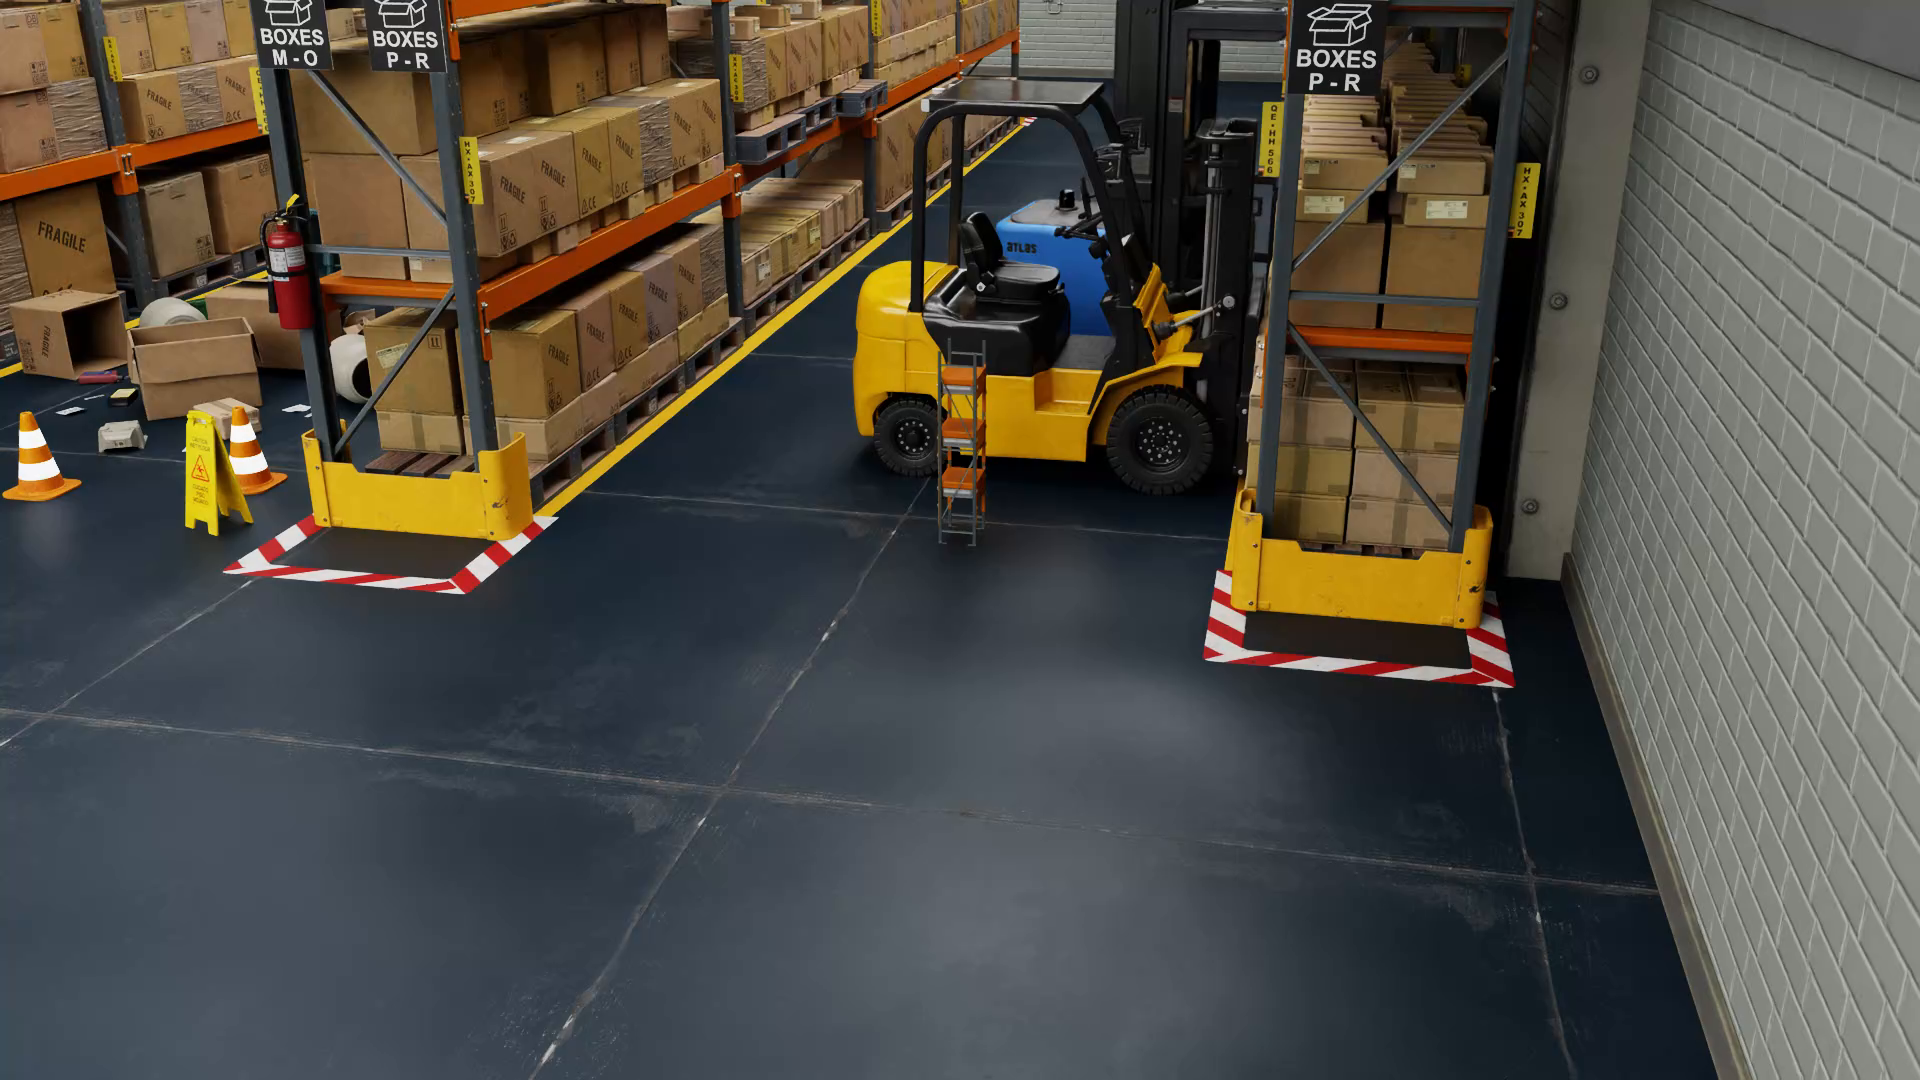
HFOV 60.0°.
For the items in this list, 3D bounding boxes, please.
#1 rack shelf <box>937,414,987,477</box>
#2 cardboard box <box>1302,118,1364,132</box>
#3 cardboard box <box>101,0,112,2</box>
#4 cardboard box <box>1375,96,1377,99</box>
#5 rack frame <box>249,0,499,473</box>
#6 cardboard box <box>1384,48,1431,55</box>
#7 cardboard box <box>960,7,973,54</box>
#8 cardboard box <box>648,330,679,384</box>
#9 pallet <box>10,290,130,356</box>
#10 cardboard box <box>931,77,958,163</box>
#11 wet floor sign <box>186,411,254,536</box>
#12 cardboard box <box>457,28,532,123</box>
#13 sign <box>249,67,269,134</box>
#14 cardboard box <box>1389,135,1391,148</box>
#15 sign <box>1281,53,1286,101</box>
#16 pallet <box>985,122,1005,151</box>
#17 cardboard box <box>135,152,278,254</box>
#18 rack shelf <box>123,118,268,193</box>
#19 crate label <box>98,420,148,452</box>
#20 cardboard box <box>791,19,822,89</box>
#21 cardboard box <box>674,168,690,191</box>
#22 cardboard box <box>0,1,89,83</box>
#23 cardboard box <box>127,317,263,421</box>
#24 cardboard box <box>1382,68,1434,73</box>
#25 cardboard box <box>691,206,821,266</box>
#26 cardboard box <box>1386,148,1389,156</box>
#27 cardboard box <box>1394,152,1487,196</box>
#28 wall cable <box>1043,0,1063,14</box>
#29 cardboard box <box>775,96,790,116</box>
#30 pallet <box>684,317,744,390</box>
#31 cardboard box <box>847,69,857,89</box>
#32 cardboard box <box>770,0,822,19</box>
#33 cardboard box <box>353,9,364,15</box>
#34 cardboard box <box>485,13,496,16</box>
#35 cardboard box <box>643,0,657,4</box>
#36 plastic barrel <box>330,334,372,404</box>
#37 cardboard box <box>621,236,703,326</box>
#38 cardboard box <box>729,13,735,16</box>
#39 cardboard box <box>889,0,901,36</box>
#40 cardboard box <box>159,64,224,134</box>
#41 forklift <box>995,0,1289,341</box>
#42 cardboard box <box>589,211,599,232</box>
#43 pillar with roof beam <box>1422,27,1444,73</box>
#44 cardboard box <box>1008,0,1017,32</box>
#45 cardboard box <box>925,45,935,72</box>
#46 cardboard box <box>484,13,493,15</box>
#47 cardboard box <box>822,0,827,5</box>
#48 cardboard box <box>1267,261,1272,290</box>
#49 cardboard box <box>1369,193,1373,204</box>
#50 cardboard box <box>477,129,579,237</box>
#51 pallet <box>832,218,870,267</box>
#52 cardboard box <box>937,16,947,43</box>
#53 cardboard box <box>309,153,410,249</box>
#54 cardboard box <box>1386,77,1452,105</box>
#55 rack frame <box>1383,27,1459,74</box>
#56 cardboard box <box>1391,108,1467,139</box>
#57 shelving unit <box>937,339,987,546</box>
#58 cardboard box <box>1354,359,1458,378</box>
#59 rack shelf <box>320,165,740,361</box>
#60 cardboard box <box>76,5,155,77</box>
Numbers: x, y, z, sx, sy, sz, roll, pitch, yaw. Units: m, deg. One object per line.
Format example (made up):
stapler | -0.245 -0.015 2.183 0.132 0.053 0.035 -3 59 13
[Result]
rack shelf | 0.011 -0.497 8.710 0.215 0.259 0.240 4 22 11
cardboard box | 1.897 -2.096 8.644 0.380 0.149 0.250 5 22 12
cardboard box | -10.472 -6.633 19.832 0.797 0.503 0.637 5 22 12
cardboard box | 2.367 -2.742 10.248 0.380 0.149 0.250 4 22 10
rack frame | -2.945 -1.462 8.468 1.000 3.000 0.127 4 22 11
cardboard box | 3.641 -3.934 13.604 0.380 0.149 0.250 4 22 10
cardboard box | -0.144 -6.048 19.723 0.500 0.500 0.500 5 23 13
cardboard box | -2.194 -1.226 11.001 0.500 0.250 0.500 5 22 12
pallet | -7.227 -1.699 12.791 1.003 0.211 1.213 4 22 11
cardboard box | -0.545 -4.827 19.105 0.875 0.875 0.875 5 23 13
wet floor sign | -4.031 -0.382 8.938 0.267 0.644 0.232 13 25 29
cardboard box | -2.941 -2.692 9.653 0.700 0.500 0.500 4 22 10
sign | -3.484 -2.195 8.316 0.100 0.325 0.005 4 22 11
cardboard box | 2.658 -2.285 9.511 0.380 0.149 0.250 4 22 10
sign | 2.198 -3.086 11.056 0.100 0.325 0.005 4 22 11
pallet | -0.018 -5.277 21.673 1.003 0.211 1.213 4 22 11
cardboard box | -6.756 -3.003 14.743 1.050 0.750 0.750 4 22 11
rack shelf | -6.587 -3.663 14.896 1.077 0.370 4.000 4 22 11
crate label | -5.177 -0.642 10.264 0.250 0.136 0.298 -7 23 -17
cardboard box | -1.442 -4.005 13.689 0.500 0.500 0.500 4 22 9
cardboard box | -2.070 -2.486 11.348 0.380 0.149 0.250 5 22 11
cardboard box | -7.104 -3.703 12.387 0.875 0.550 0.550 4 22 11
cardboard box | -5.065 -1.139 11.008 0.797 0.503 0.637 -11 25 -26
cardboard box | 3.278 -3.377 12.220 0.380 0.149 0.250 4 22 11
cardboard box | -1.741 -2.610 14.275 0.950 0.372 0.625 5 23 13
cardboard box | 2.704 -2.040 9.770 0.500 0.500 0.500 4 22 9
cardboard box | 2.193 -1.677 7.601 0.380 0.149 0.250 4 22 10
wall cable | 1.447 -9.863 27.926 0.585 1.953 0.123 4 22 11
cardboard box | -1.571 -3.472 13.233 0.380 0.149 0.250 5 22 12
pallet | -2.231 -1.383 12.005 1.003 0.211 1.213 4 22 11
cardboard box | -1.141 -4.129 14.864 0.380 0.149 0.250 4 22 10
cardboard box | -1.370 -4.448 13.920 0.380 0.149 0.250 3 22 8
cardboard box | -6.421 -5.484 17.432 0.380 0.149 0.250 5 23 13
cardboard box | -5.463 -5.864 18.775 0.380 0.149 0.250 3 22 8
cardboard box | -4.497 -7.466 22.845 0.500 0.500 0.500 4 22 10
plastic barrel | -4.006 -1.137 11.111 0.421 0.421 0.512 -16 27 -35
cardboard box | -2.089 -1.769 11.345 0.500 0.500 0.500 5 22 12
cardboard box | -1.832 -4.234 14.257 0.500 0.500 0.500 5 22 12
cardboard box | -0.881 -5.242 16.381 0.500 0.500 0.500 5 22 11
cardboard box | -6.522 -3.668 13.812 0.500 0.500 0.500 5 22 11
forklift | 1.803 -2.522 11.192 3.031 2.935 1.130 8 23 18
cardboard box | -2.390 -1.926 9.956 0.380 0.149 0.250 5 23 13
pillar with roof beam | 1.173 -8.770 18.584 9.100 9.000 0.400 4 22 11
cardboard box | 0.480 -7.163 22.490 0.500 0.500 0.500 5 22 11
cardboard box | -0.568 -5.228 18.021 0.500 0.250 0.500 4 22 9
cardboard box | -5.469 -6.005 18.726 0.380 0.149 0.250 4 22 9
cardboard box | -1.463 -5.107 16.046 0.500 0.500 0.500 4 22 9
cardboard box | 2.211 -1.592 10.570 0.500 0.250 0.500 4 22 11
cardboard box | 1.847 -1.766 8.221 0.380 0.149 0.250 5 22 12
cardboard box | -2.474 -1.988 9.242 0.500 0.500 0.500 5 23 13
pallet | -1.474 -2.808 15.544 1.003 0.211 1.213 4 22 11
cardboard box | -0.443 -5.650 18.398 0.500 0.250 0.500 5 22 12
cardboard box | -3.104 -1.866 8.939 0.500 0.500 0.500 4 22 10
cardboard box | 2.870 -2.804 10.401 0.380 0.149 0.250 4 22 9
rack frame | 2.731 -2.548 11.164 1.000 3.000 0.127 4 22 11
cardboard box | 2.536 -2.240 9.000 0.380 0.149 0.250 5 22 11
shelving unit | 0.011 -0.507 8.706 0.215 1.050 0.252 4 22 11
cardboard box | 2.297 -0.812 8.635 0.500 0.250 0.500 4 22 11
rack shelf | -2.537 -1.859 10.418 1.077 0.370 4.000 4 22 11
cardboard box | -6.900 -3.957 13.192 0.700 0.500 0.500 4 22 10
